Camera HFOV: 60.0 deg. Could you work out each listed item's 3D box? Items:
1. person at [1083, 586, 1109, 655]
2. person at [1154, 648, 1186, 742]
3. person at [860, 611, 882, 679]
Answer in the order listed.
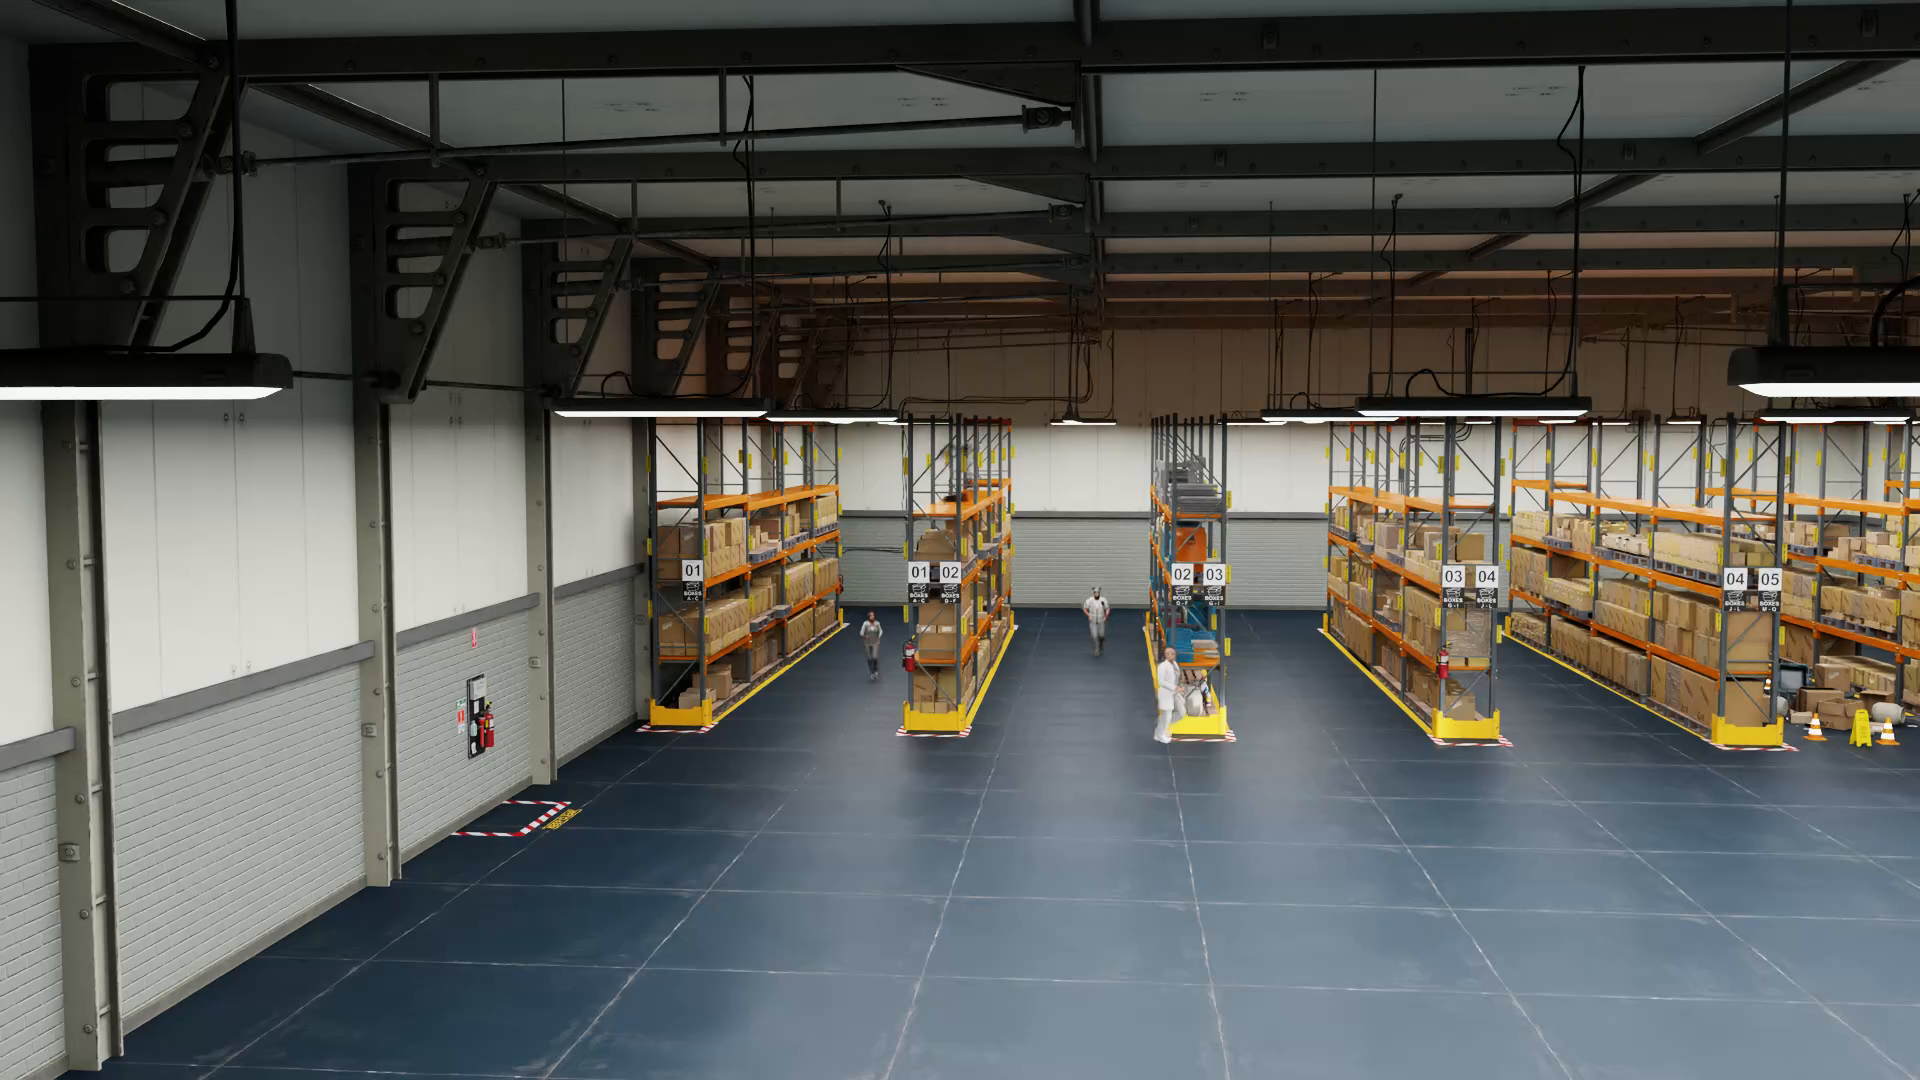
[{"bbox_3d":[3.437,2.032,41.952,0.667,1.746,0.600,0,4,1],"label":"person"},{"bbox_3d":[3.842,2.819,30.227,0.703,1.733,0.690,3,5,42],"label":"person"},{"bbox_3d":[-2.007,2.394,37.676,0.513,1.565,0.604,0,4,-6],"label":"person"}]
